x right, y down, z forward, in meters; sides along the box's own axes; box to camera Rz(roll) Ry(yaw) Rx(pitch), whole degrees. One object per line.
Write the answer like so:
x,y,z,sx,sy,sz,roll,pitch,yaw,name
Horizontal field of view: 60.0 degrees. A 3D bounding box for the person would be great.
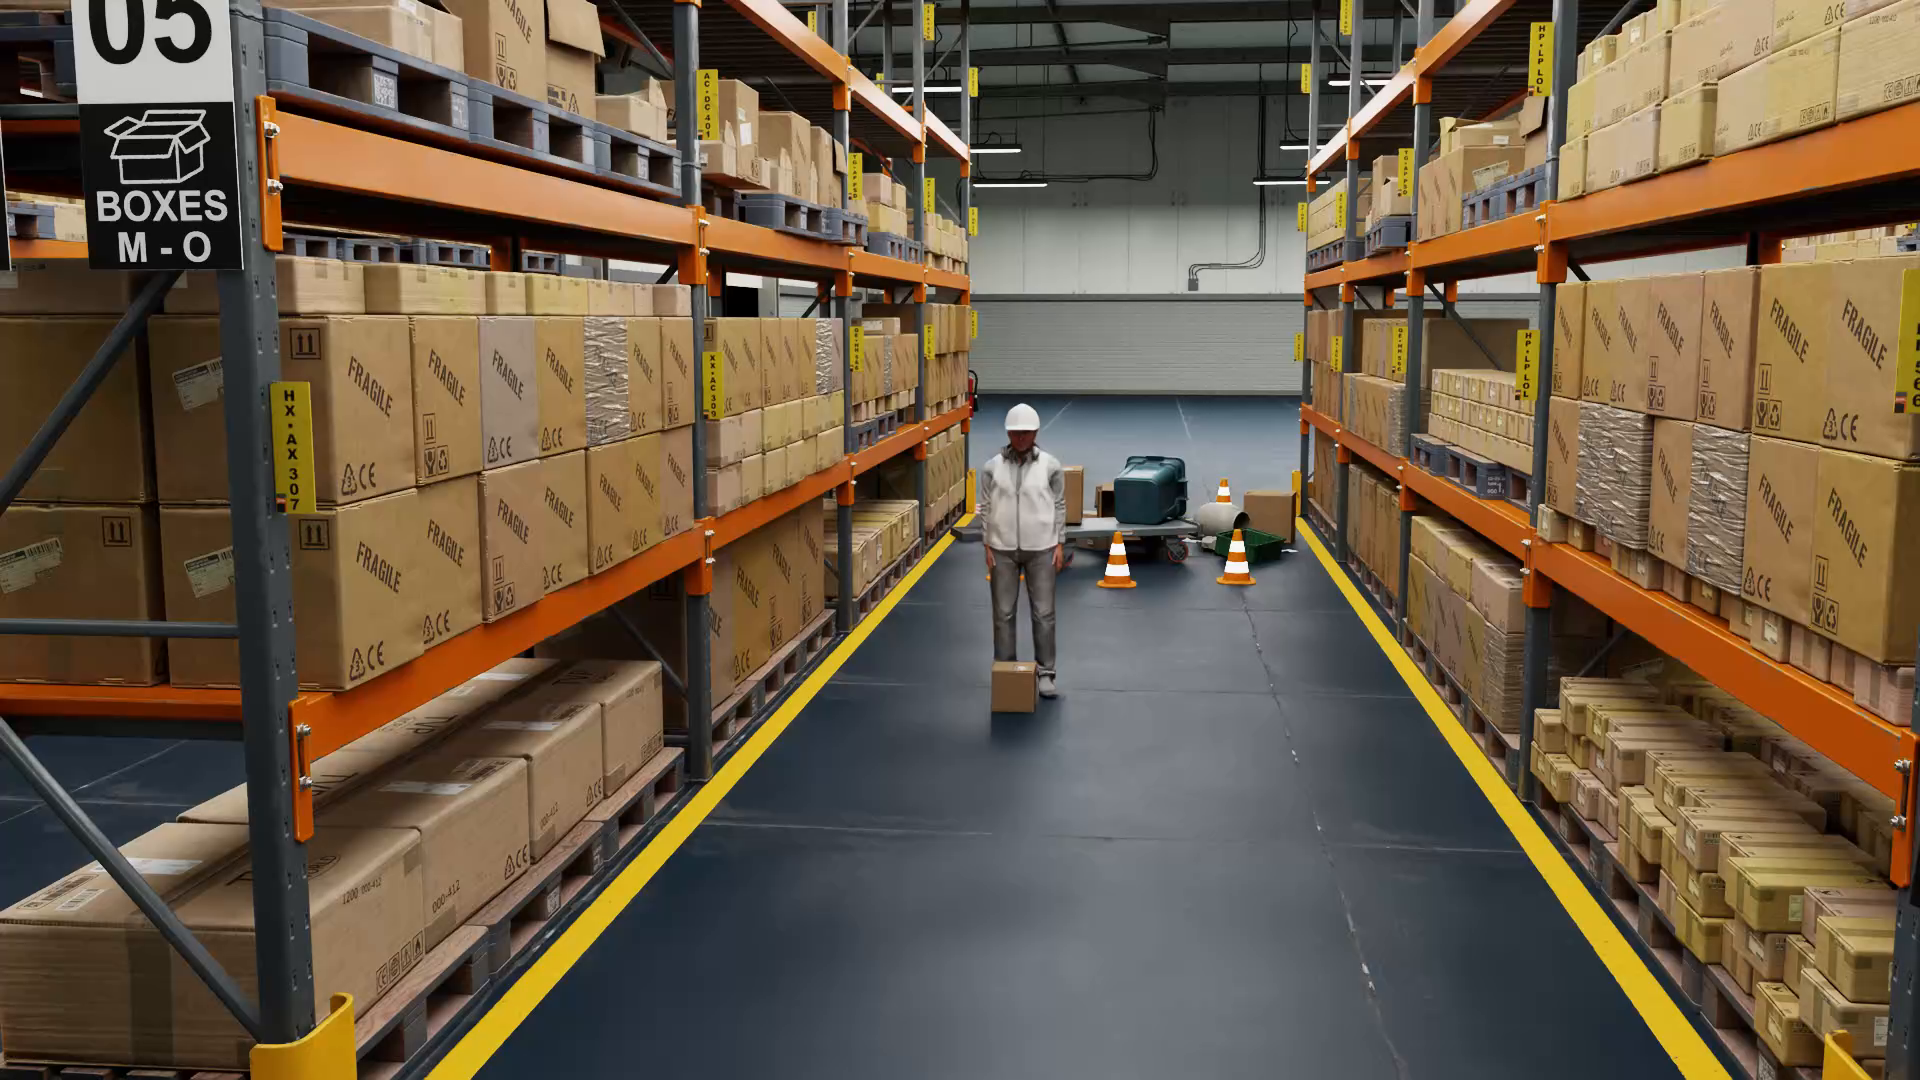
0.382,0.056,10.236,0.533,1.777,0.389,1,8,8,person
